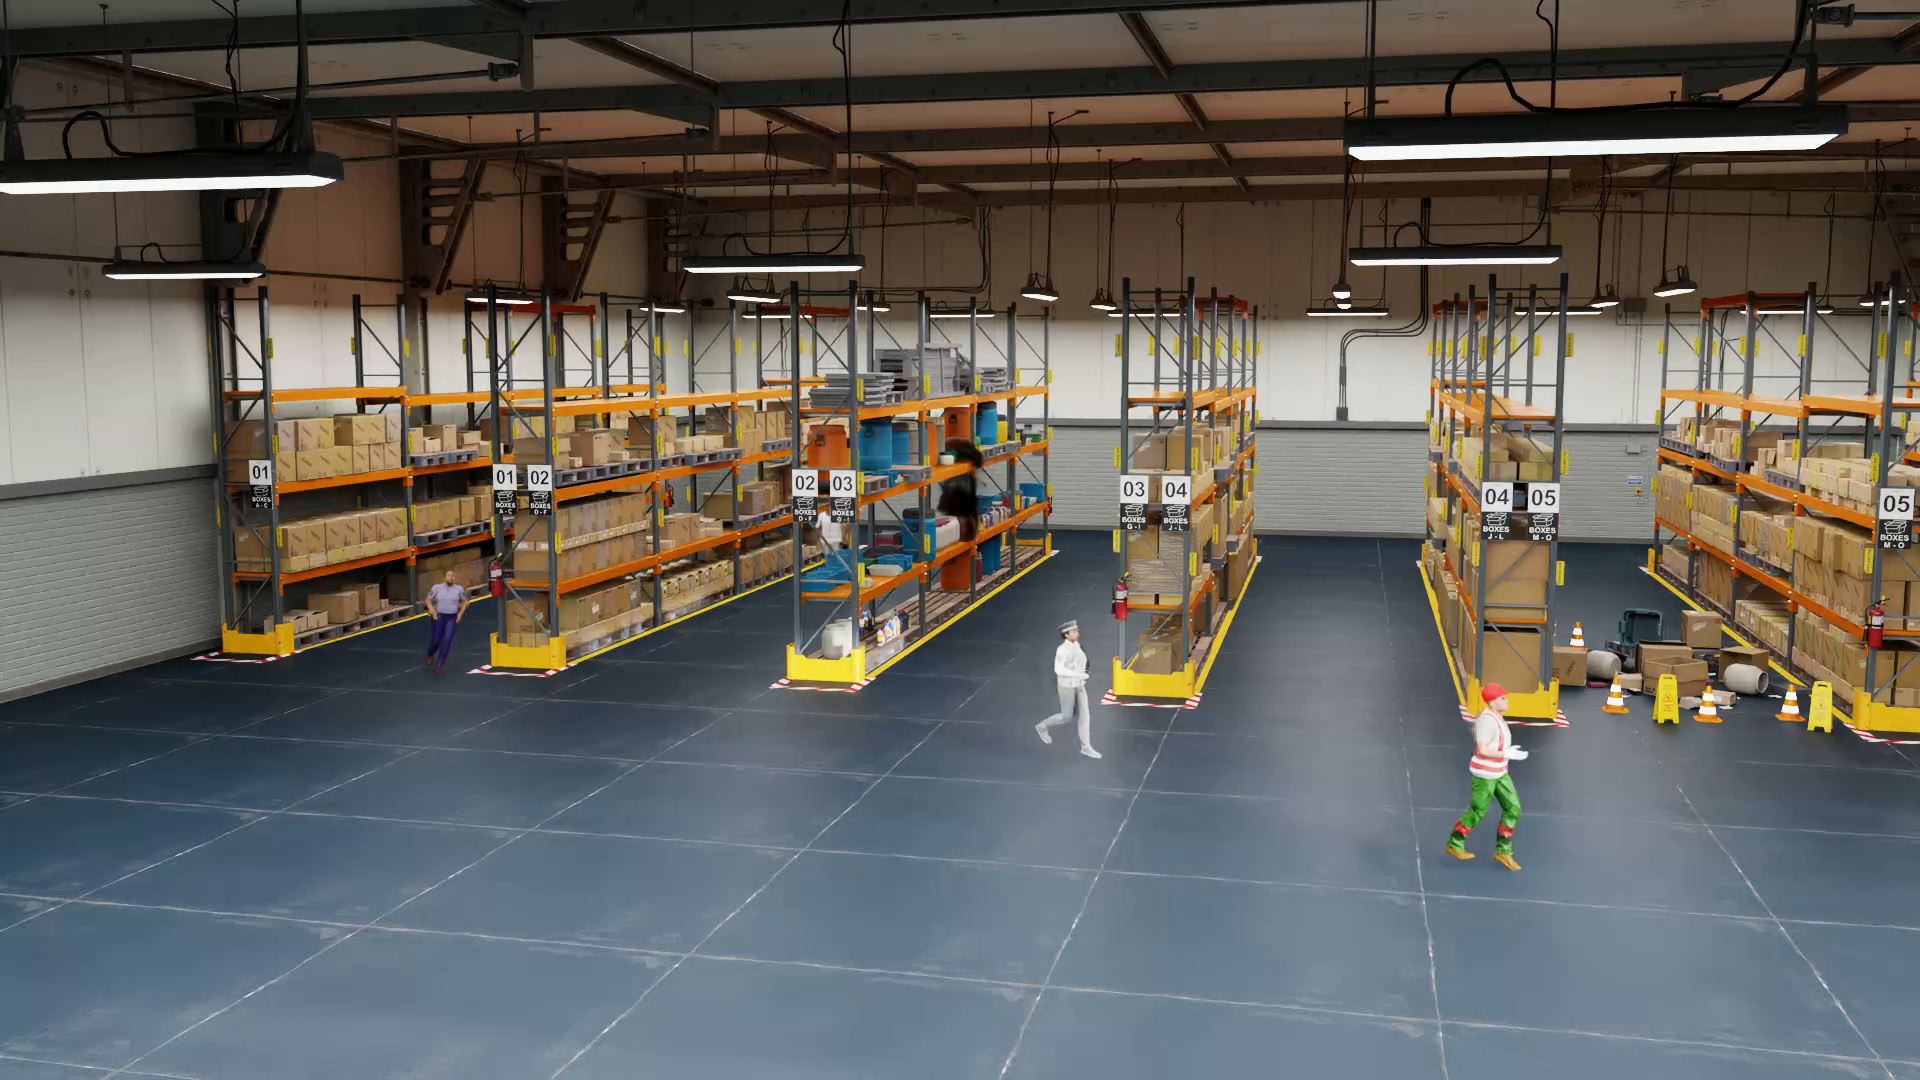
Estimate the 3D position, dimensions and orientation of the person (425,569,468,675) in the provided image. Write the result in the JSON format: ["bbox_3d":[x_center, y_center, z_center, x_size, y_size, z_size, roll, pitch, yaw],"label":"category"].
[{"bbox_3d":[-7.997,1.251,25.919,0.645,1.598,0.626,-3,7,-24],"label":"person"}]

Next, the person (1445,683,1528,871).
[{"bbox_3d":[5.089,2.286,16.009,0.788,1.836,0.637,5,8,38],"label":"person"}]

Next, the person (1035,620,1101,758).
[{"bbox_3d":[1.353,1.812,20.488,0.901,1.692,0.616,5,8,35],"label":"person"}]

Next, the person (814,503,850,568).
[{"bbox_3d":[-2.546,0.099,32.801,0.677,1.857,0.679,1,7,6],"label":"person"}]
